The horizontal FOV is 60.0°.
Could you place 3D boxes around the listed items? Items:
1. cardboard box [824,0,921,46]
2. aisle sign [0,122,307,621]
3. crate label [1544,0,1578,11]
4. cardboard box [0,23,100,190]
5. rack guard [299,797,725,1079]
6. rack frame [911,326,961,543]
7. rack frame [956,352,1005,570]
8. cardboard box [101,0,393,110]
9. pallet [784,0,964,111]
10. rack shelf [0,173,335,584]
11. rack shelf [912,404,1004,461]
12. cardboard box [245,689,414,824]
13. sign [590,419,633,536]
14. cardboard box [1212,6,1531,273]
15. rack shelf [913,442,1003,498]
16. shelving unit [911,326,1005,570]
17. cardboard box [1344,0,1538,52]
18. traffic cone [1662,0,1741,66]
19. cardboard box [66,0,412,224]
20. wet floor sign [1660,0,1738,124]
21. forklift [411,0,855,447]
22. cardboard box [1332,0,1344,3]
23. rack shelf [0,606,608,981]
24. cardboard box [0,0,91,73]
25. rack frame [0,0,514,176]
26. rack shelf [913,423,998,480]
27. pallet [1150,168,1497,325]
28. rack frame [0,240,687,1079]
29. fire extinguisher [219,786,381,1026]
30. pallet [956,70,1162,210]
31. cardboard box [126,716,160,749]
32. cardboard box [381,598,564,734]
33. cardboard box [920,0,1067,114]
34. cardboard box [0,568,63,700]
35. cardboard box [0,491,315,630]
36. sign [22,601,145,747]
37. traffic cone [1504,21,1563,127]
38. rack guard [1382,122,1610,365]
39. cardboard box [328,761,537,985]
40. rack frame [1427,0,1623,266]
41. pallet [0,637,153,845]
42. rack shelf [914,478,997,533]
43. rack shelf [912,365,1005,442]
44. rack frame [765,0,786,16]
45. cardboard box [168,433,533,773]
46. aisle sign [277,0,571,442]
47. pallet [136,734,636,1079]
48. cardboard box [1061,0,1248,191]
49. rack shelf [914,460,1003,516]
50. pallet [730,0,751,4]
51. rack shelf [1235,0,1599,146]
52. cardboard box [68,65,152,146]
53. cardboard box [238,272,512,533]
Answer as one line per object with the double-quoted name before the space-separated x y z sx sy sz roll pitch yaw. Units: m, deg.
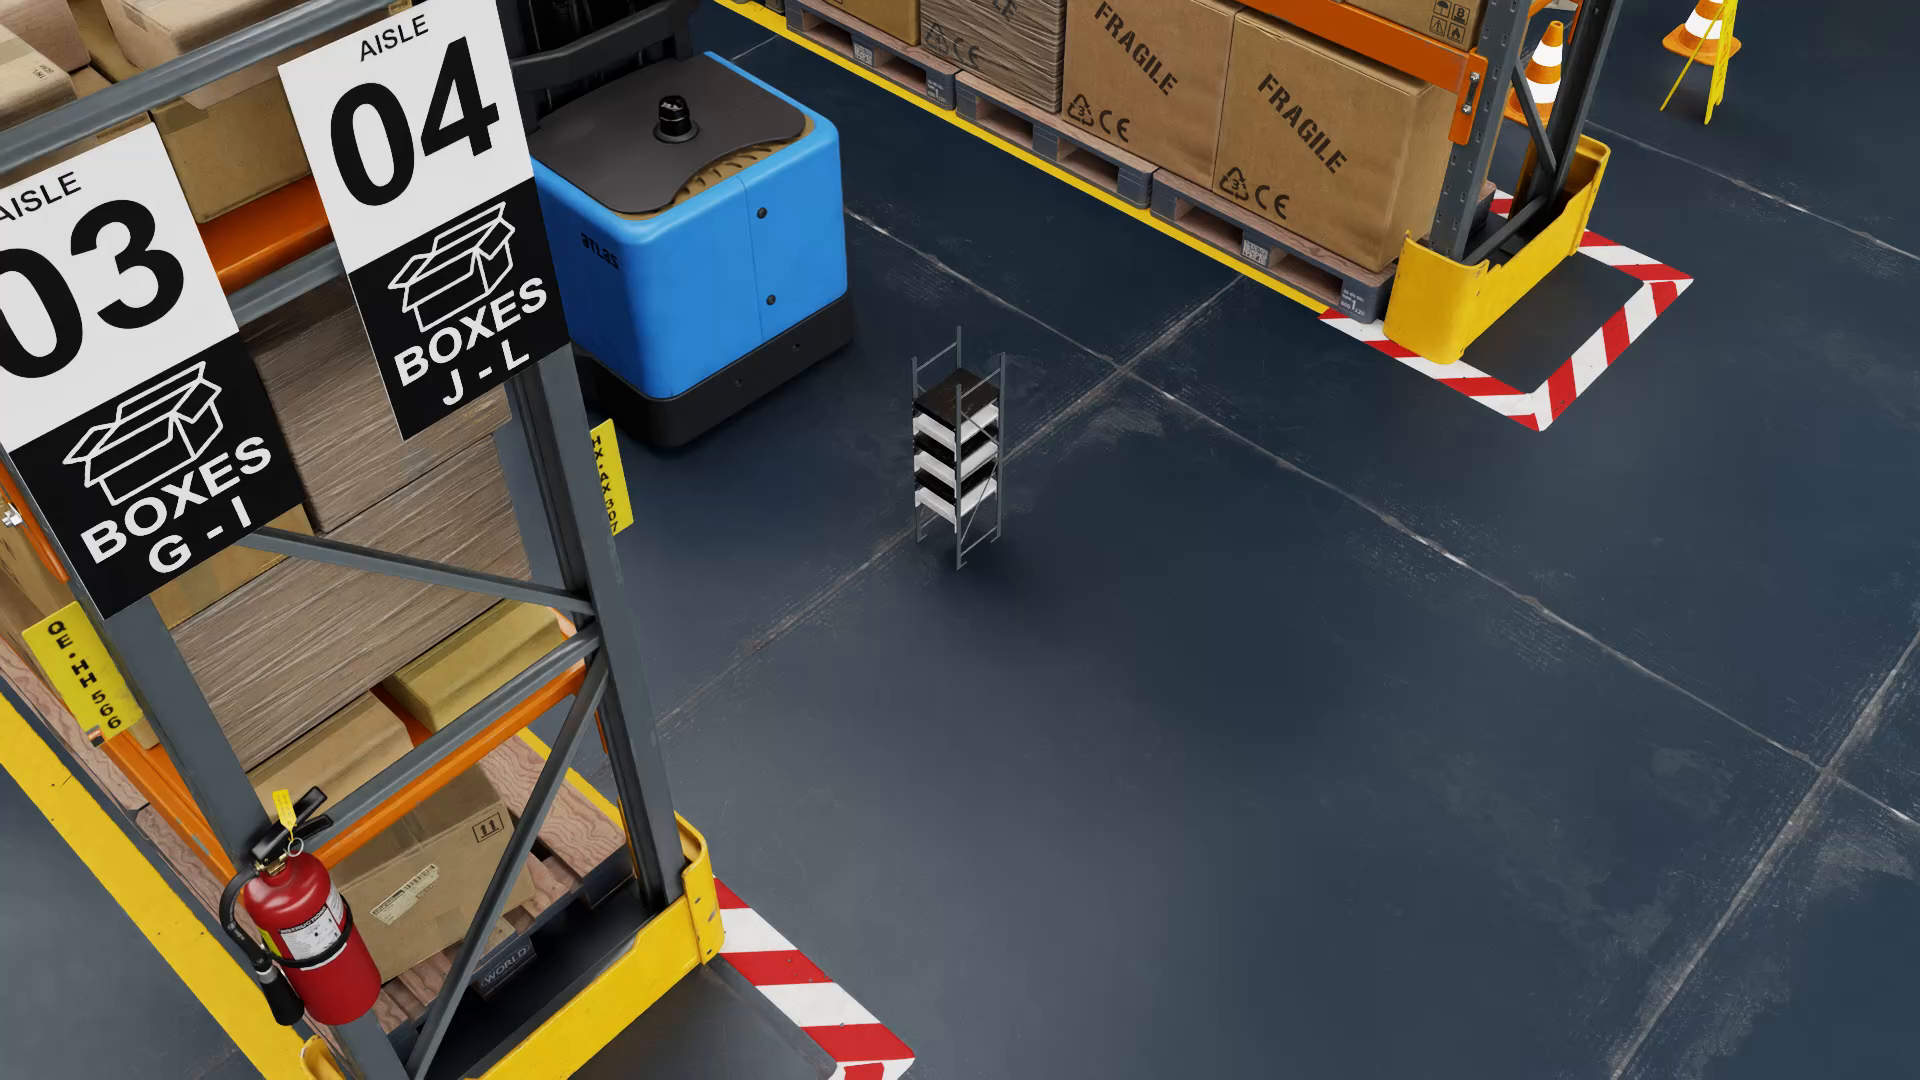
"cardboard box" -0.248 -3.193 8.360 0.875 0.875 0.875 35 56 28
"aisle sign" -1.319 -0.239 2.633 0.004 0.787 0.394 34 55 28
"crate label" 3.246 -2.984 8.958 0.298 0.136 0.250 9 48 9
"cardboard box" -1.577 -0.622 2.549 0.250 0.149 0.380 34 55 28
"rack guard" -1.217 1.278 4.707 0.348 0.500 1.175 34 55 28
"rack frame" -0.081 -0.362 5.973 0.006 0.900 0.240 34 55 28
"rack frame" 0.069 -0.262 5.879 0.006 0.900 0.240 34 55 28
"cardboard box" -1.207 -0.912 2.821 0.250 0.149 0.380 34 55 27
"pallet" -0.157 -2.753 8.690 1.213 0.211 1.003 34 55 28
"rack shelf" -2.631 -1.310 3.858 4.000 0.370 1.077 34 55 28
"rack shelf" -0.006 -0.412 5.819 0.200 0.077 0.258 34 55 28
"cardboard box" -1.511 0.515 3.881 0.250 0.149 0.380 34 55 28
"sign" -0.793 -0.127 3.718 0.005 0.325 0.100 34 55 28
"cardboard box" 1.734 -1.864 7.112 0.875 0.875 0.875 34 56 28
"rack shelf" -0.006 -0.289 5.950 0.200 0.077 0.258 34 55 28
"shelving unit" -0.006 -0.312 5.926 0.210 0.900 0.258 34 55 28
"cardboard box" 1.974 -2.358 6.304 0.550 0.550 0.875 34 55 28
"traffic cone" 3.866 -2.740 8.505 0.334 0.463 0.336 34 55 28
"cardboard box" -1.340 -0.892 3.076 0.500 0.250 0.500 36 56 29
"wet floor sign" 3.641 -2.388 8.050 0.232 0.644 0.267 25 52 22
"forklift" -1.843 -2.333 6.430 3.031 2.935 1.130 36 56 29
"cardboard box" 1.555 -2.618 6.548 0.550 0.550 0.875 34 55 28
"rack shelf" -2.631 -0.283 4.952 4.000 0.370 1.077 34 55 28
"cardboard box" -1.689 -0.814 2.728 0.250 0.149 0.380 32 55 27
"rack frame" -1.161 -1.594 1.574 0.127 3.000 1.000 34 55 28
"rack shelf" -0.006 -0.351 5.884 0.200 0.077 0.258 34 55 28
"pallet" 1.636 -1.546 7.557 1.213 0.211 1.003 34 55 28
"rack frame" -1.161 0.460 3.761 0.127 3.000 1.000 34 55 28
"fire extinguisher" -1.390 0.790 3.504 0.183 0.674 0.296 34 55 28
"pallet" 0.744 -2.150 8.124 1.213 0.211 1.003 34 55 28
"cardboard box" -1.913 0.295 4.087 0.250 0.149 0.380 34 55 28
"cardboard box" -1.209 0.277 4.105 0.250 0.149 0.380 34 55 28
"cardboard box" 0.417 -2.750 7.943 0.875 0.875 0.875 34 56 28
"cardboard box" -1.996 -0.146 4.057 0.500 0.500 0.875 34 55 28
"cardboard box" -1.733 -0.158 3.382 0.500 0.500 0.500 34 55 28
"sign" -1.552 0.243 2.954 0.005 0.325 0.100 34 55 28
"traffic cone" 2.850 -2.302 8.094 0.334 0.463 0.336 34 55 28
"rack guard" 2.295 -1.280 7.109 0.348 0.500 1.175 34 55 28
"cardboard box" -1.609 0.854 4.817 0.500 0.500 0.500 -28 53 -24
"rack frame" 2.277 -2.147 6.209 0.127 3.000 1.000 34 55 28
"pallet" -2.682 0.353 5.774 1.213 0.211 1.003 34 55 28
"rack shelf" -0.006 -0.166 6.081 0.200 0.077 0.258 34 55 28
"rack shelf" -0.006 -0.474 5.753 0.200 0.077 0.258 34 55 28
"rack frame" -0.662 -4.125 8.066 0.127 3.000 1.000 34 55 28
"cardboard box" -1.547 0.037 3.885 0.500 0.500 0.875 34 55 28
"aisle sign" -0.912 -0.560 2.935 0.004 0.787 0.394 34 55 28
"pallet" -1.790 0.956 5.208 1.213 0.211 1.003 34 55 28
"cardboard box" 1.086 -2.298 7.519 0.875 0.875 0.875 33 55 27
"rack shelf" -0.006 -0.228 6.016 0.200 0.077 0.258 34 55 28
"pallet" -1.280 -3.512 9.403 1.213 0.211 1.003 34 55 28
"rack shelf" 0.807 -2.890 7.400 4.000 0.370 1.077 34 55 28
"cardboard box" -1.688 -0.618 2.818 0.500 0.250 0.500 35 56 28
"cardboard box" -1.381 -0.437 3.644 0.500 0.500 0.500 34 55 28
